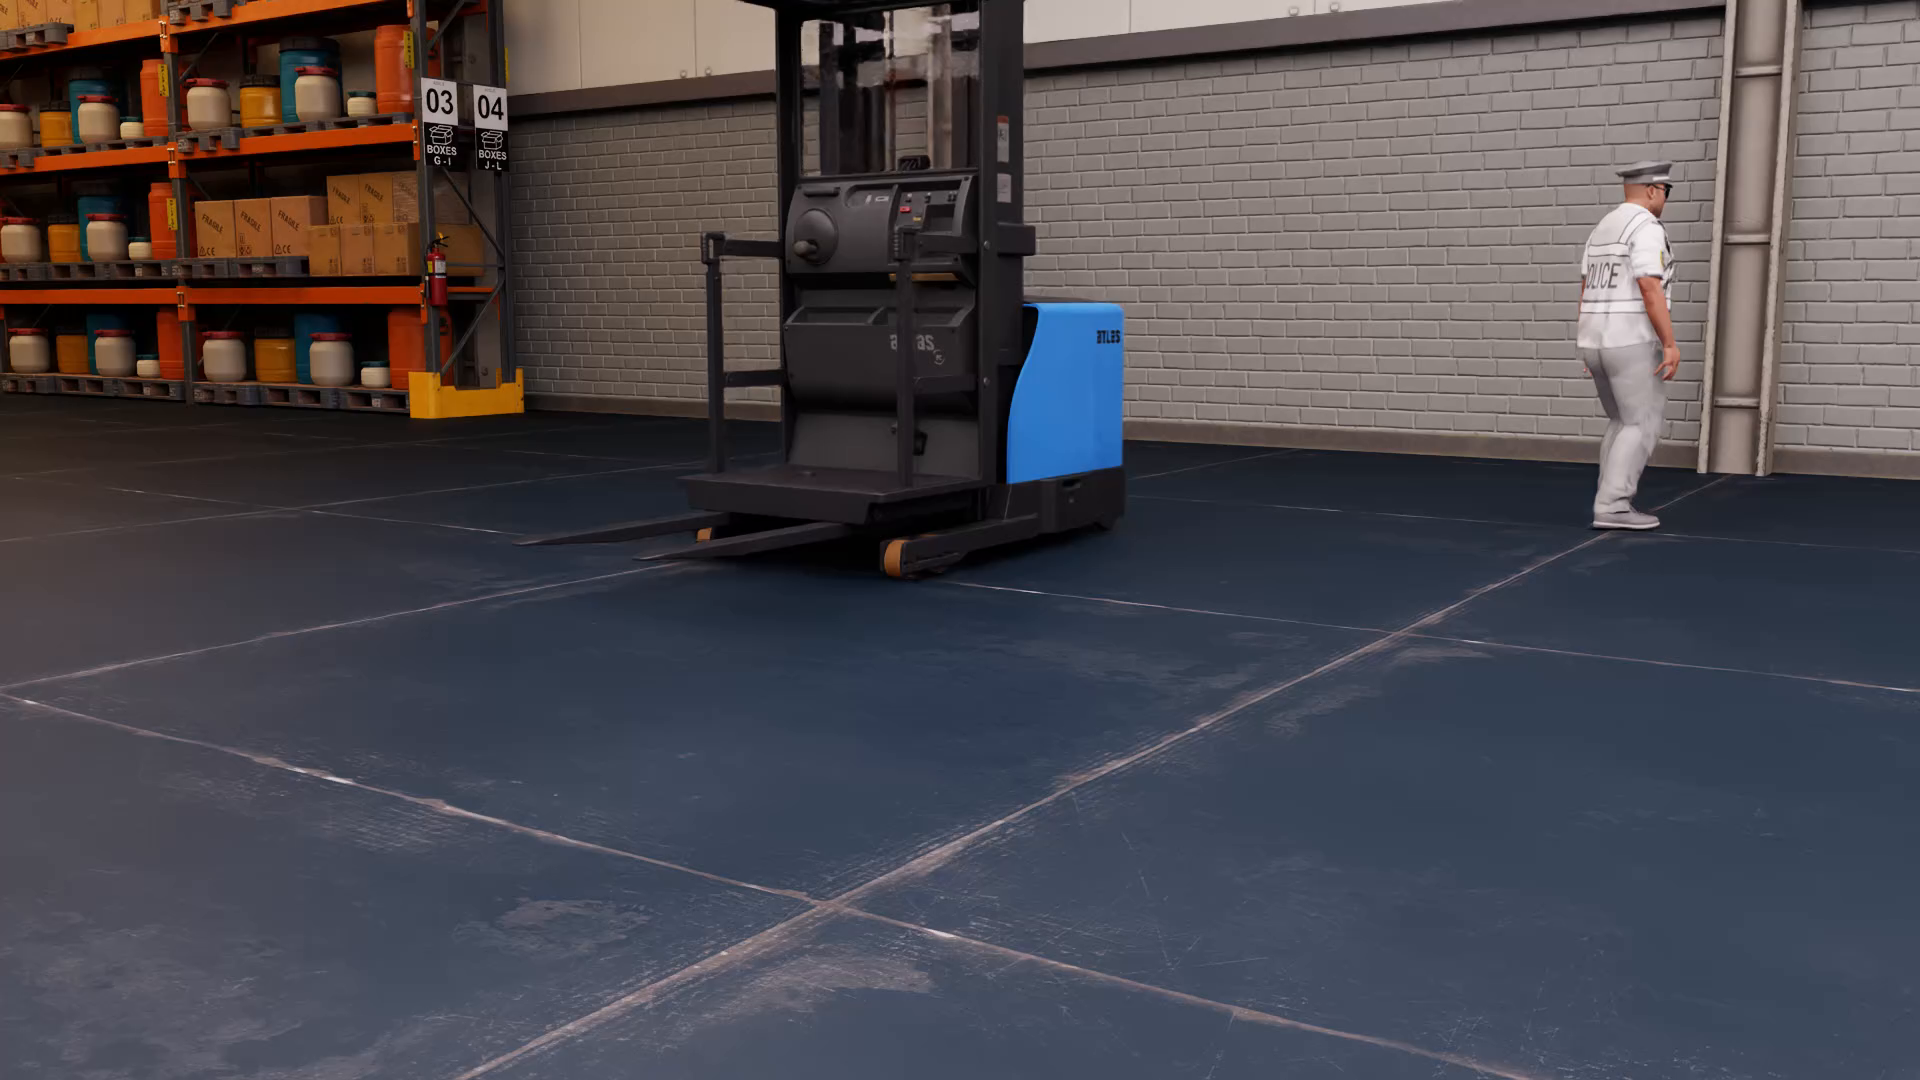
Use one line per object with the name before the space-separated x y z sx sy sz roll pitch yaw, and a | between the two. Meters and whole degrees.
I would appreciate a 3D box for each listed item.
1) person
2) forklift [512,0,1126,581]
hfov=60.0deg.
person | 3.252 -0.916 7.980 0.509 1.779 0.613 -1 8 -7
forklift | -0.468 -1.368 6.813 1.130 2.935 3.031 6 10 34
